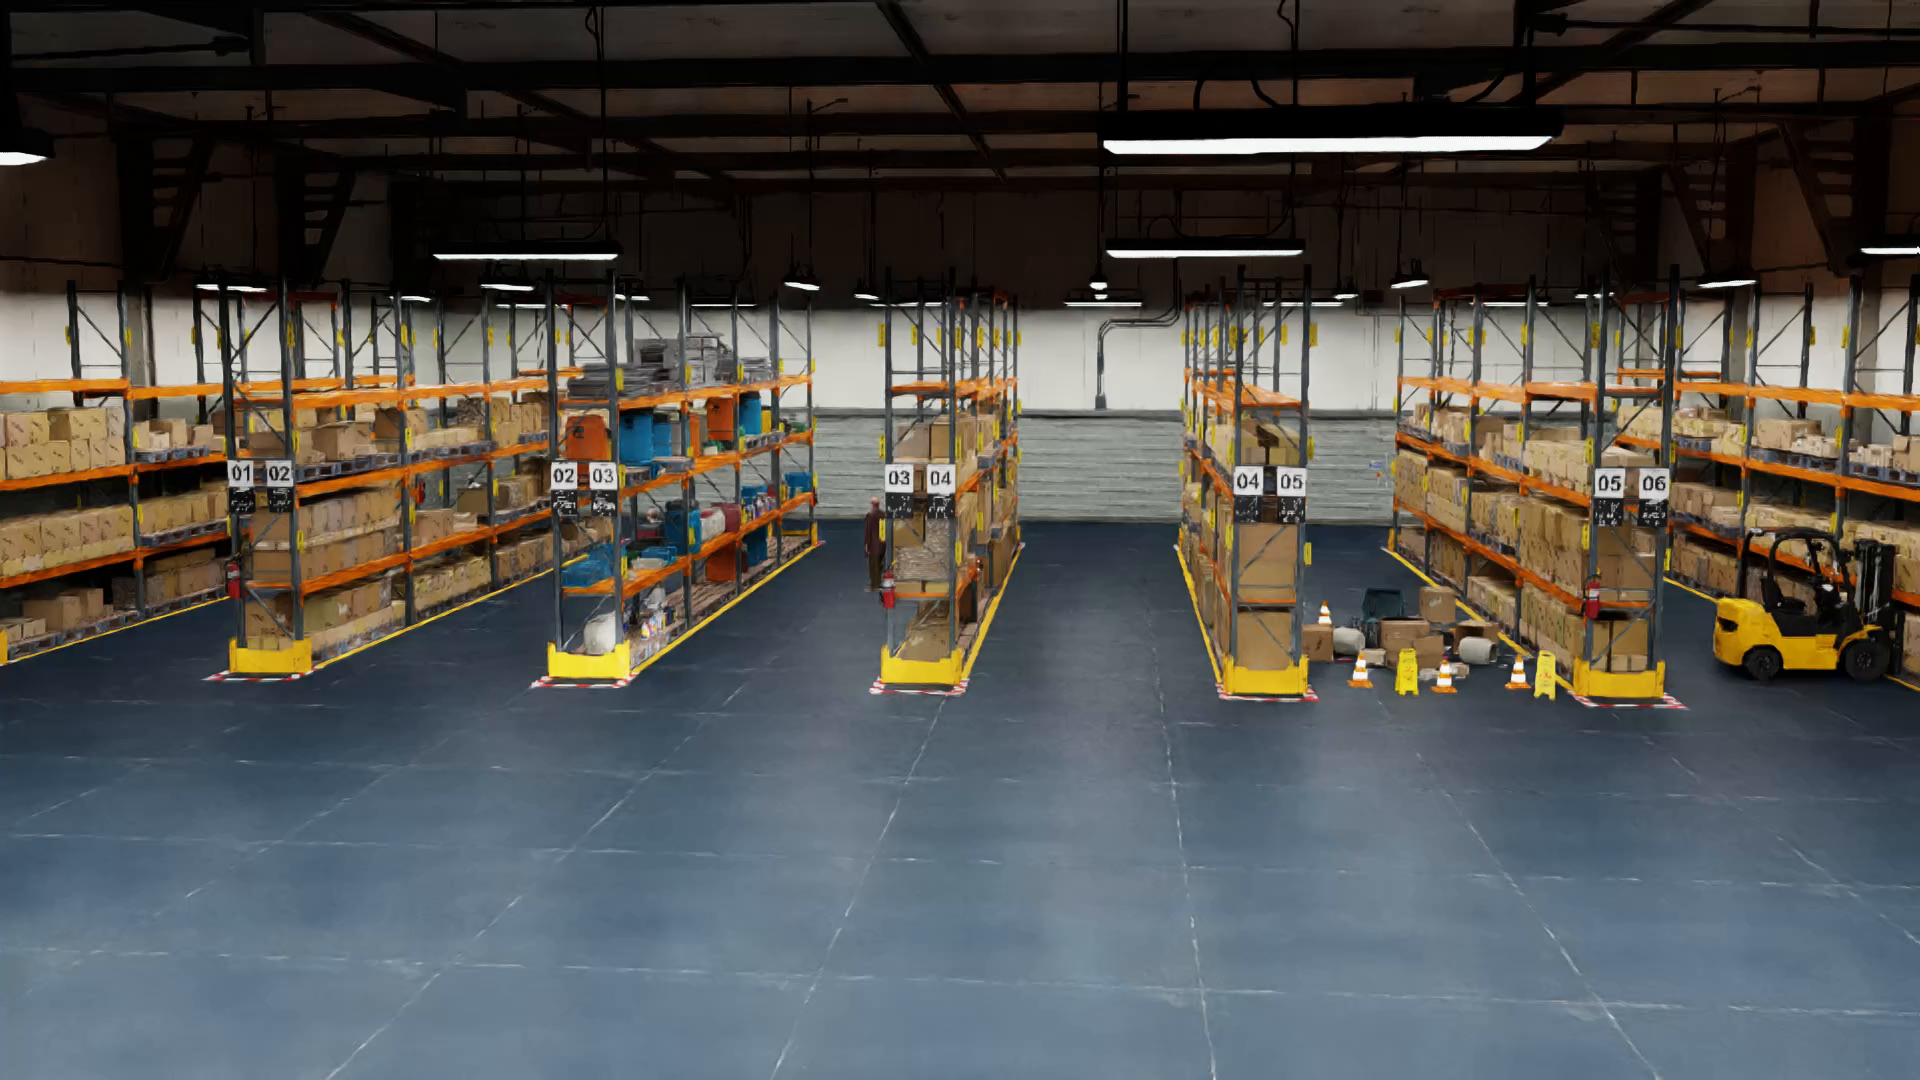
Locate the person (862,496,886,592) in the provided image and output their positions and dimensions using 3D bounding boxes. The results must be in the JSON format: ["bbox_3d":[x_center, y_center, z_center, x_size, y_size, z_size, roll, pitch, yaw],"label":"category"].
[{"bbox_3d":[-1.624,0.059,31.044,0.556,1.781,0.631,5,9,35],"label":"person"}]

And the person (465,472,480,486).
[{"bbox_3d":[-12.373,-0.938,42.289,0.445,1.590,1.091,0,7,3],"label":"person"}]

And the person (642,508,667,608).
[{"bbox_3d":[-5.482,0.300,29.665,0.639,1.771,0.709,2,7,15],"label":"person"}]
